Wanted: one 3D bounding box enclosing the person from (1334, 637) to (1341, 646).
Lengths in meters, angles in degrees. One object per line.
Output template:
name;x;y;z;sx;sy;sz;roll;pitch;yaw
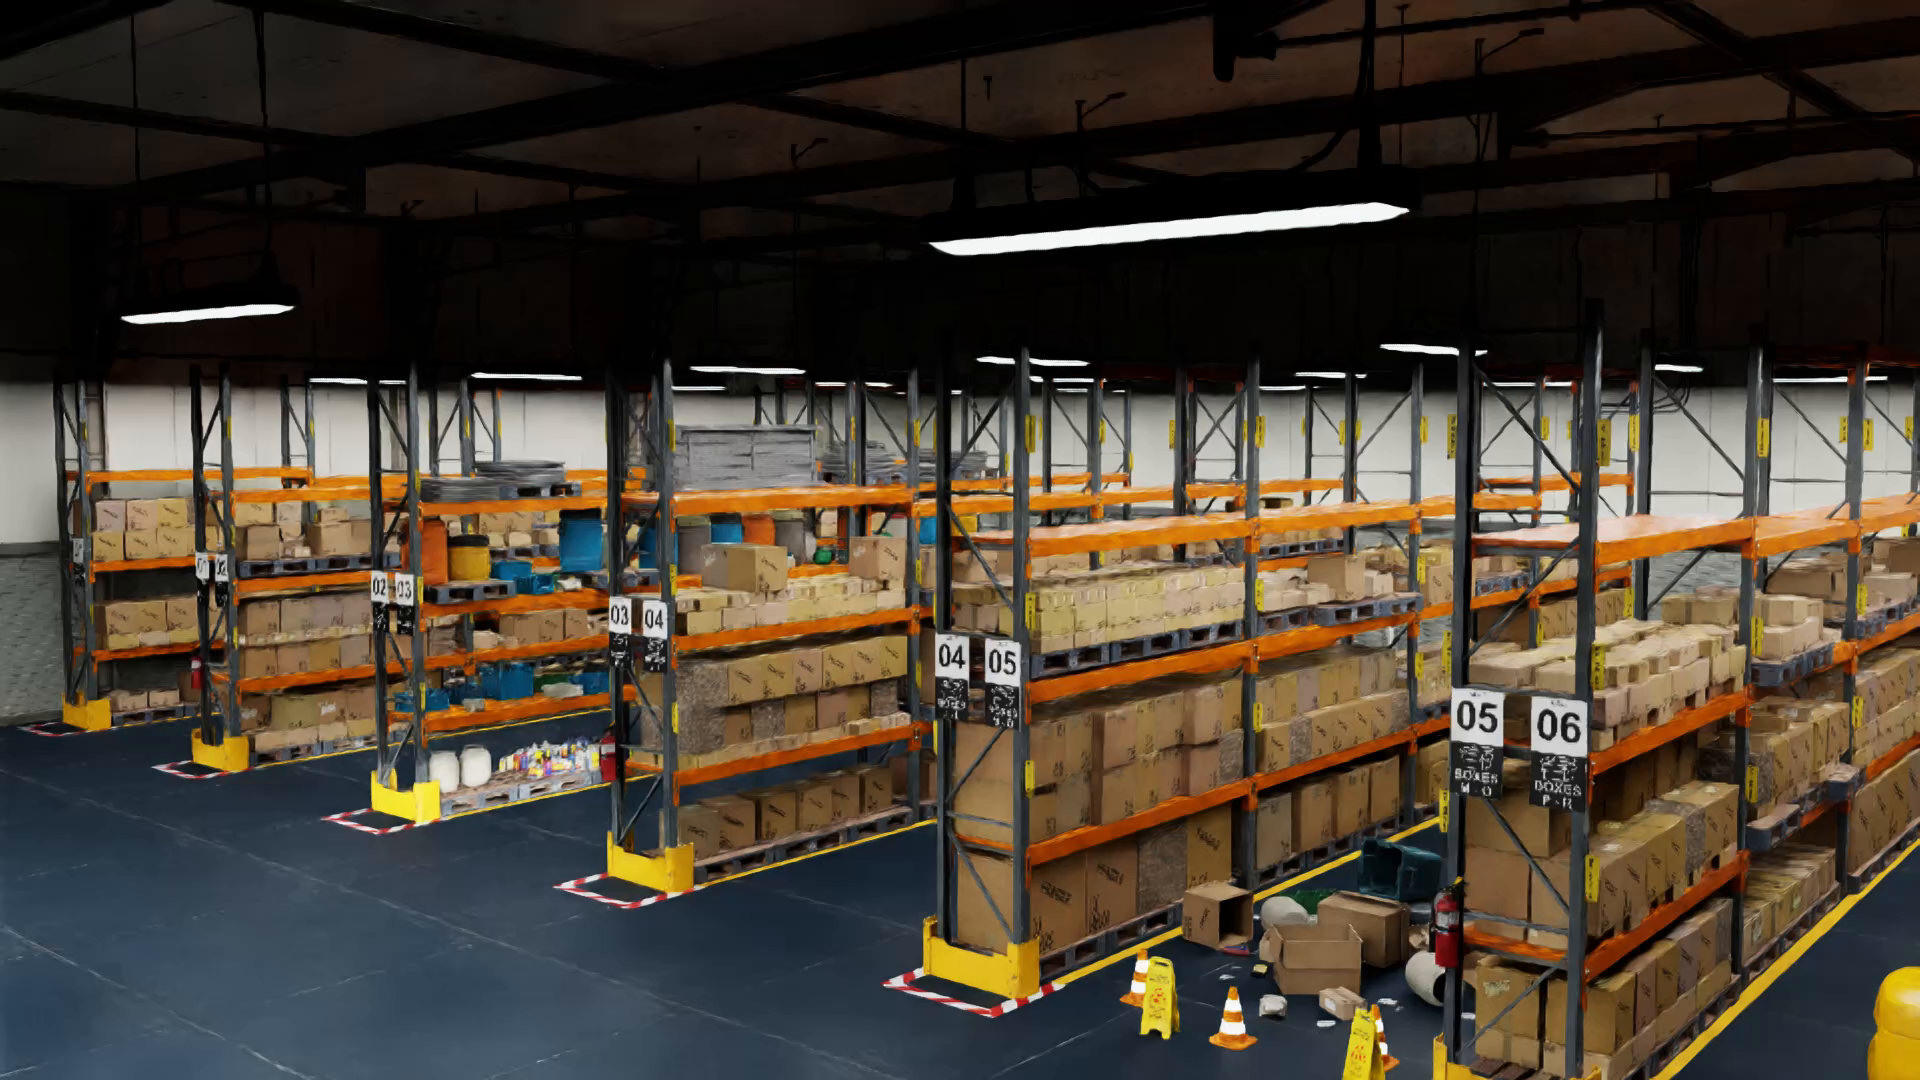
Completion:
person;6.300;2.385;27.417;0.580;1.619;0.507;3;5;38

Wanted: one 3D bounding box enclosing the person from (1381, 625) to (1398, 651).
person;8.085;2.141;30.996;0.465;1.589;0.611;1;4;19
